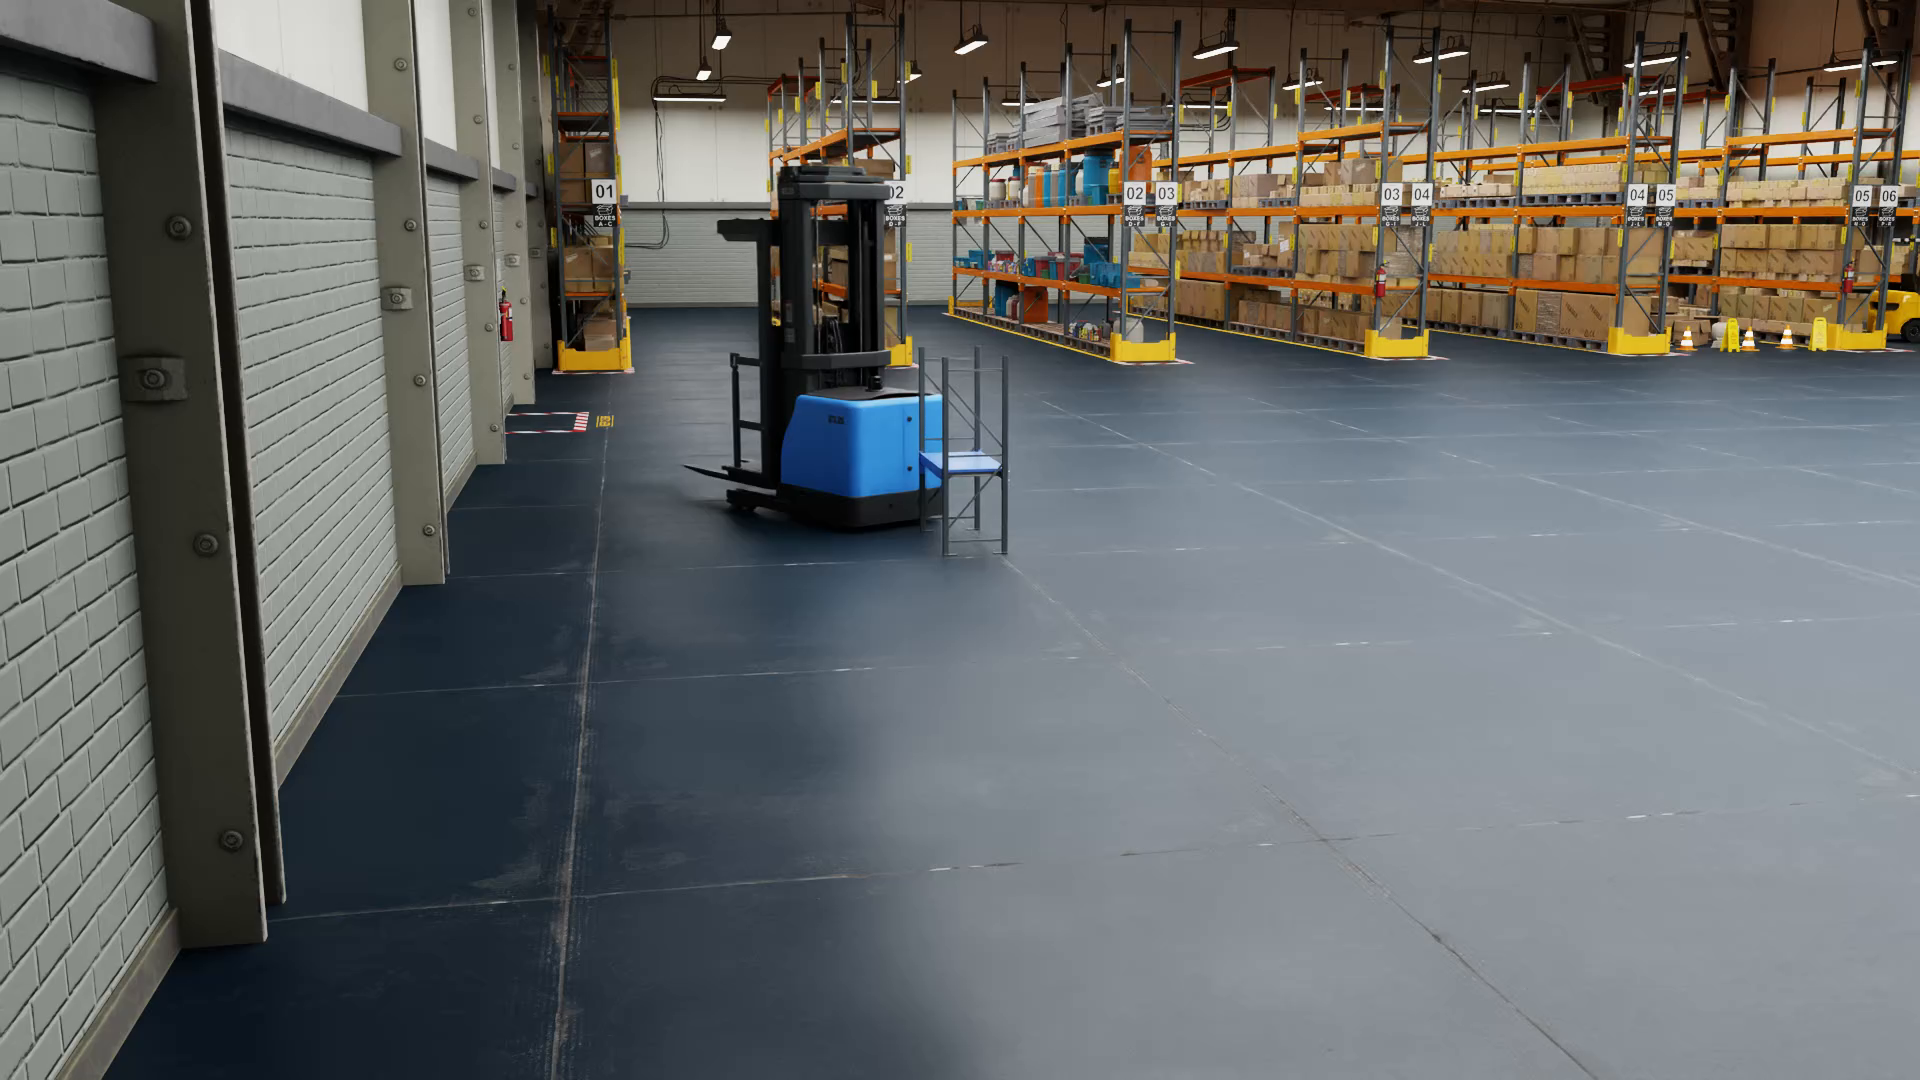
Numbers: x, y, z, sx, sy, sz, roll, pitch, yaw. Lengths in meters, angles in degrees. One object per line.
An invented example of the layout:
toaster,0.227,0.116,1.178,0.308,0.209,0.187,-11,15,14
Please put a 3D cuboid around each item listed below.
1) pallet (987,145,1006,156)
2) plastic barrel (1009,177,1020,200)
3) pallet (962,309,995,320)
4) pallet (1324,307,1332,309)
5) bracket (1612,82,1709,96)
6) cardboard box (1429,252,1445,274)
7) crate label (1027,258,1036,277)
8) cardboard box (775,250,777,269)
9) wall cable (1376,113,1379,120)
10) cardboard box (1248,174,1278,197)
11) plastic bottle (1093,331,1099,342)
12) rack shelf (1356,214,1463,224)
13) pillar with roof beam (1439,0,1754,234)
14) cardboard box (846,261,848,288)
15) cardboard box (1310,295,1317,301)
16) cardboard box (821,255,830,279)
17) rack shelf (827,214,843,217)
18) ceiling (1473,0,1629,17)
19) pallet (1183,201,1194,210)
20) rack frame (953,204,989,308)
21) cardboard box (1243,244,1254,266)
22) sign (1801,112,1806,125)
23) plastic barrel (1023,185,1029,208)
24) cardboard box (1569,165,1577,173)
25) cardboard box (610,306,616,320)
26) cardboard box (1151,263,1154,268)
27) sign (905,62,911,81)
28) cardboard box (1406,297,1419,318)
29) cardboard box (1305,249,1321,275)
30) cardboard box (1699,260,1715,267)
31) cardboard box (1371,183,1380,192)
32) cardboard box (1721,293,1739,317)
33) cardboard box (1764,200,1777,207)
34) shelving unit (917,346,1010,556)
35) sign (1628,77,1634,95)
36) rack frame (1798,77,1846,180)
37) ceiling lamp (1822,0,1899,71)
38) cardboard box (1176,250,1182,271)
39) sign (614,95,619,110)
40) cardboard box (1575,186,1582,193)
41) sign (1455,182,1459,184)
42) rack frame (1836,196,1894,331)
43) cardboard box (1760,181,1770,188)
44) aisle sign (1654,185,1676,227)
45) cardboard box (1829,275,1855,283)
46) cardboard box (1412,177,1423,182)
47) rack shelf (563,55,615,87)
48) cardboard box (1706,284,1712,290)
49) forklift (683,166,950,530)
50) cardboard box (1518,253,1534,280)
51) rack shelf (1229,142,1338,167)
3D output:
pallet,1.270,-9.472,40.470,1.003,0.211,1.213,-2,11,-11
plastic barrel,1.364,-8.298,39.260,0.433,0.535,0.433,0,11,0
pallet,0.657,-5.953,43.907,1.003,0.211,1.213,-2,11,-11
pallet,10.416,-6.283,45.643,1.003,0.211,1.213,-2,11,-11
bracket,20.345,-13.098,48.319,0.076,0.066,4.783,-2,11,-11
cardboard box,11.423,-6.530,39.216,0.500,0.500,0.500,-2,11,-10
crate label,1.785,-6.057,36.900,0.502,0.435,0.616,-2,11,-11
cardboard box,-4.530,-7.291,43.211,0.500,0.500,0.500,-2,11,-11
wall cable,13.498,-12.219,53.328,0.463,3.000,0.029,-2,11,-11
cardboard box,6.754,-7.899,37.048,0.500,0.500,0.500,-2,11,-13
plastic bottle,2.626,-3.926,32.110,0.097,0.201,0.097,0,11,0
rack shelf,11.211,-8.060,41.423,1.077,0.370,4.000,-2,11,-11
pillar with roof beam,17.052,-10.638,45.019,9.100,9.000,0.548,-2,11,-11
cardboard box,-1.722,-4.907,30.689,0.700,0.500,0.500,-2,11,-11
cardboard box,9.970,-6.742,46.302,0.380,0.149,0.250,-2,11,-9
cardboard box,-2.660,-5.794,35.347,0.500,0.500,0.500,-3,11,-14
rack shelf,-3.391,-7.539,38.684,1.077,0.370,4.000,-2,11,-11
ceiling,19.799,-16.304,50.721,6.000,0.001,6.000,-2,11,-11
pallet,6.164,-8.358,41.577,0.805,0.209,1.217,-3,11,-13
rack frame,0.301,-7.699,45.622,1.000,3.000,0.127,-2,11,-11
cardboard box,6.860,-6.569,38.298,0.500,0.500,0.500,-4,11,-18
sign,20.774,-10.376,40.936,0.100,0.325,0.005,-2,11,-11
plastic barrel,1.617,-7.692,37.264,0.421,0.512,0.421,0,11,0
cardboard box,12.461,-7.432,33.350,0.380,0.149,0.250,-2,11,-11
cardboard box,-7.670,-4.729,35.529,0.700,0.500,0.500,-2,11,-10
cardboard box,5.307,-7.301,44.206,0.380,0.149,0.250,-2,11,-12
sign,-0.901,-8.087,28.698,0.100,0.325,0.005,-2,11,-11
cardboard box,11.216,-5.663,40.488,0.500,0.500,0.500,-2,11,-11
cardboard box,7.583,-5.695,34.034,0.875,0.500,0.500,-2,11,-11
cardboard box,16.843,-6.205,37.325,0.380,0.149,0.250,-2,11,-10
cardboard box,7.911,-6.579,31.054,0.380,0.149,0.250,-2,11,-11
cardboard box,17.064,-5.144,36.426,0.500,0.500,0.500,-2,11,-8
cardboard box,17.199,-7.083,35.035,0.380,0.149,0.250,-2,11,-12
shelving unit,0.017,-0.721,12.974,0.538,1.500,1.048,-2,11,-11
sign,12.621,-8.534,31.255,0.100,0.325,0.005,-2,11,-11
rack frame,21.304,-9.900,41.144,1.000,3.000,0.127,-2,11,-11
ceiling lamp,19.953,-11.929,36.190,0.800,3.185,2.000,-2,11,-11
cardboard box,5.782,-7.101,42.213,0.500,0.500,0.500,-2,11,-11
sign,-7.330,-9.337,35.477,0.100,0.325,0.005,-2,11,-11
cardboard box,12.513,-6.993,33.175,0.380,0.149,0.250,-2,11,-11
sign,14.335,-10.162,47.991,0.100,0.325,0.005,-2,11,-11
rack frame,17.992,-5.305,33.044,1.000,3.000,0.127,-2,11,-11
cardboard box,17.200,-7.522,35.212,0.380,0.149,0.250,-2,11,-13
aisle sign,13.464,-6.381,31.746,0.394,0.787,0.004,-2,11,-11
cardboard box,17.710,-5.242,33.387,0.380,0.149,0.250,-2,11,-9
cardboard box,11.152,-8.630,40.179,0.396,0.266,0.258,-2,11,-11
rack shelf,-8.250,-10.464,37.143,1.077,0.370,4.000,-2,11,-11
cardboard box,20.465,-6.860,45.044,0.380,0.149,0.250,-2,11,-13
forklift,-1.406,-1.747,14.538,1.130,2.935,3.031,-9,14,-38
cardboard box,12.462,-5.846,35.488,0.875,0.550,0.550,-2,11,-11
rack shelf,7.104,-8.442,36.476,1.077,0.370,4.000,-2,11,-11
